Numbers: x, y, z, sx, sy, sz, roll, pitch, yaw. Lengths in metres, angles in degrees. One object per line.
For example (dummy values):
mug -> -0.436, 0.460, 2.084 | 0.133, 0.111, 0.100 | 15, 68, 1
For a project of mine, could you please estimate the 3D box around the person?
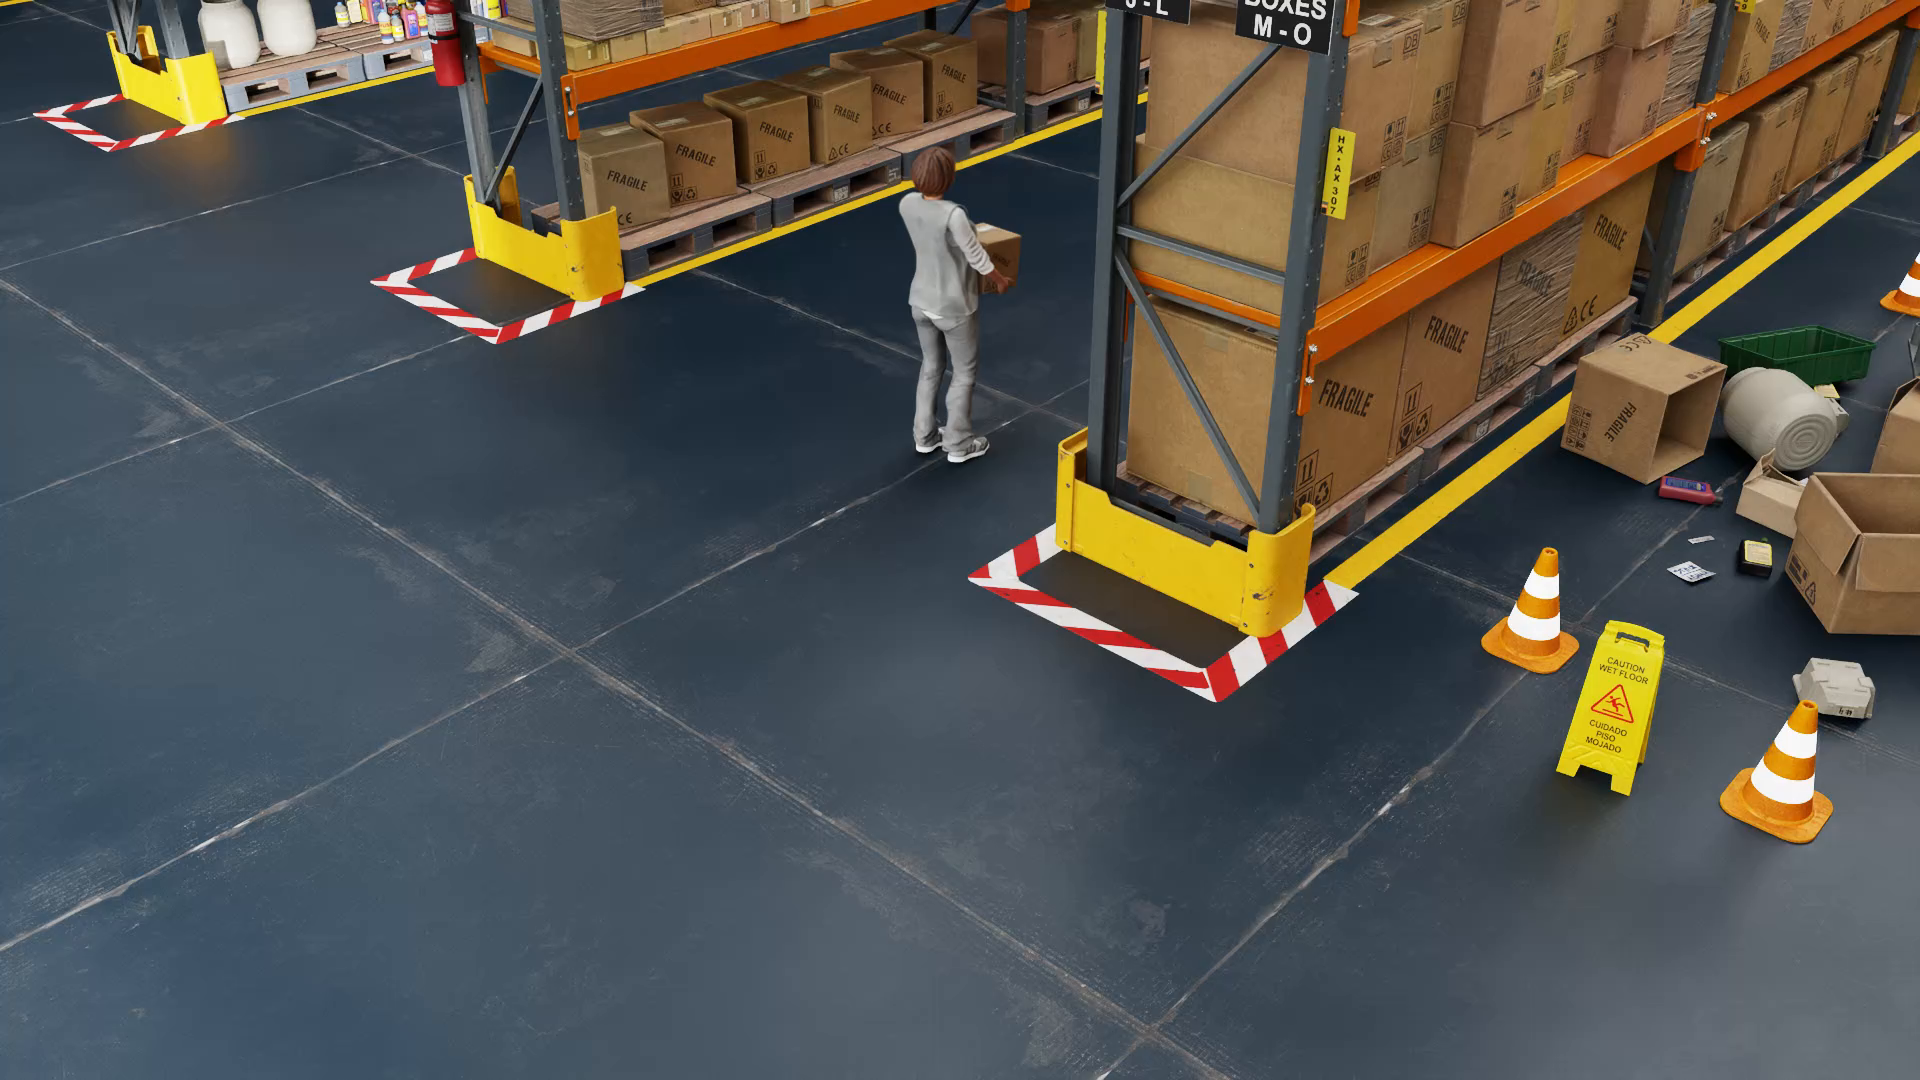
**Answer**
person -> -0.015, -1.143, 7.997 | 0.404, 1.591, 0.498 | 26, 40, 36
